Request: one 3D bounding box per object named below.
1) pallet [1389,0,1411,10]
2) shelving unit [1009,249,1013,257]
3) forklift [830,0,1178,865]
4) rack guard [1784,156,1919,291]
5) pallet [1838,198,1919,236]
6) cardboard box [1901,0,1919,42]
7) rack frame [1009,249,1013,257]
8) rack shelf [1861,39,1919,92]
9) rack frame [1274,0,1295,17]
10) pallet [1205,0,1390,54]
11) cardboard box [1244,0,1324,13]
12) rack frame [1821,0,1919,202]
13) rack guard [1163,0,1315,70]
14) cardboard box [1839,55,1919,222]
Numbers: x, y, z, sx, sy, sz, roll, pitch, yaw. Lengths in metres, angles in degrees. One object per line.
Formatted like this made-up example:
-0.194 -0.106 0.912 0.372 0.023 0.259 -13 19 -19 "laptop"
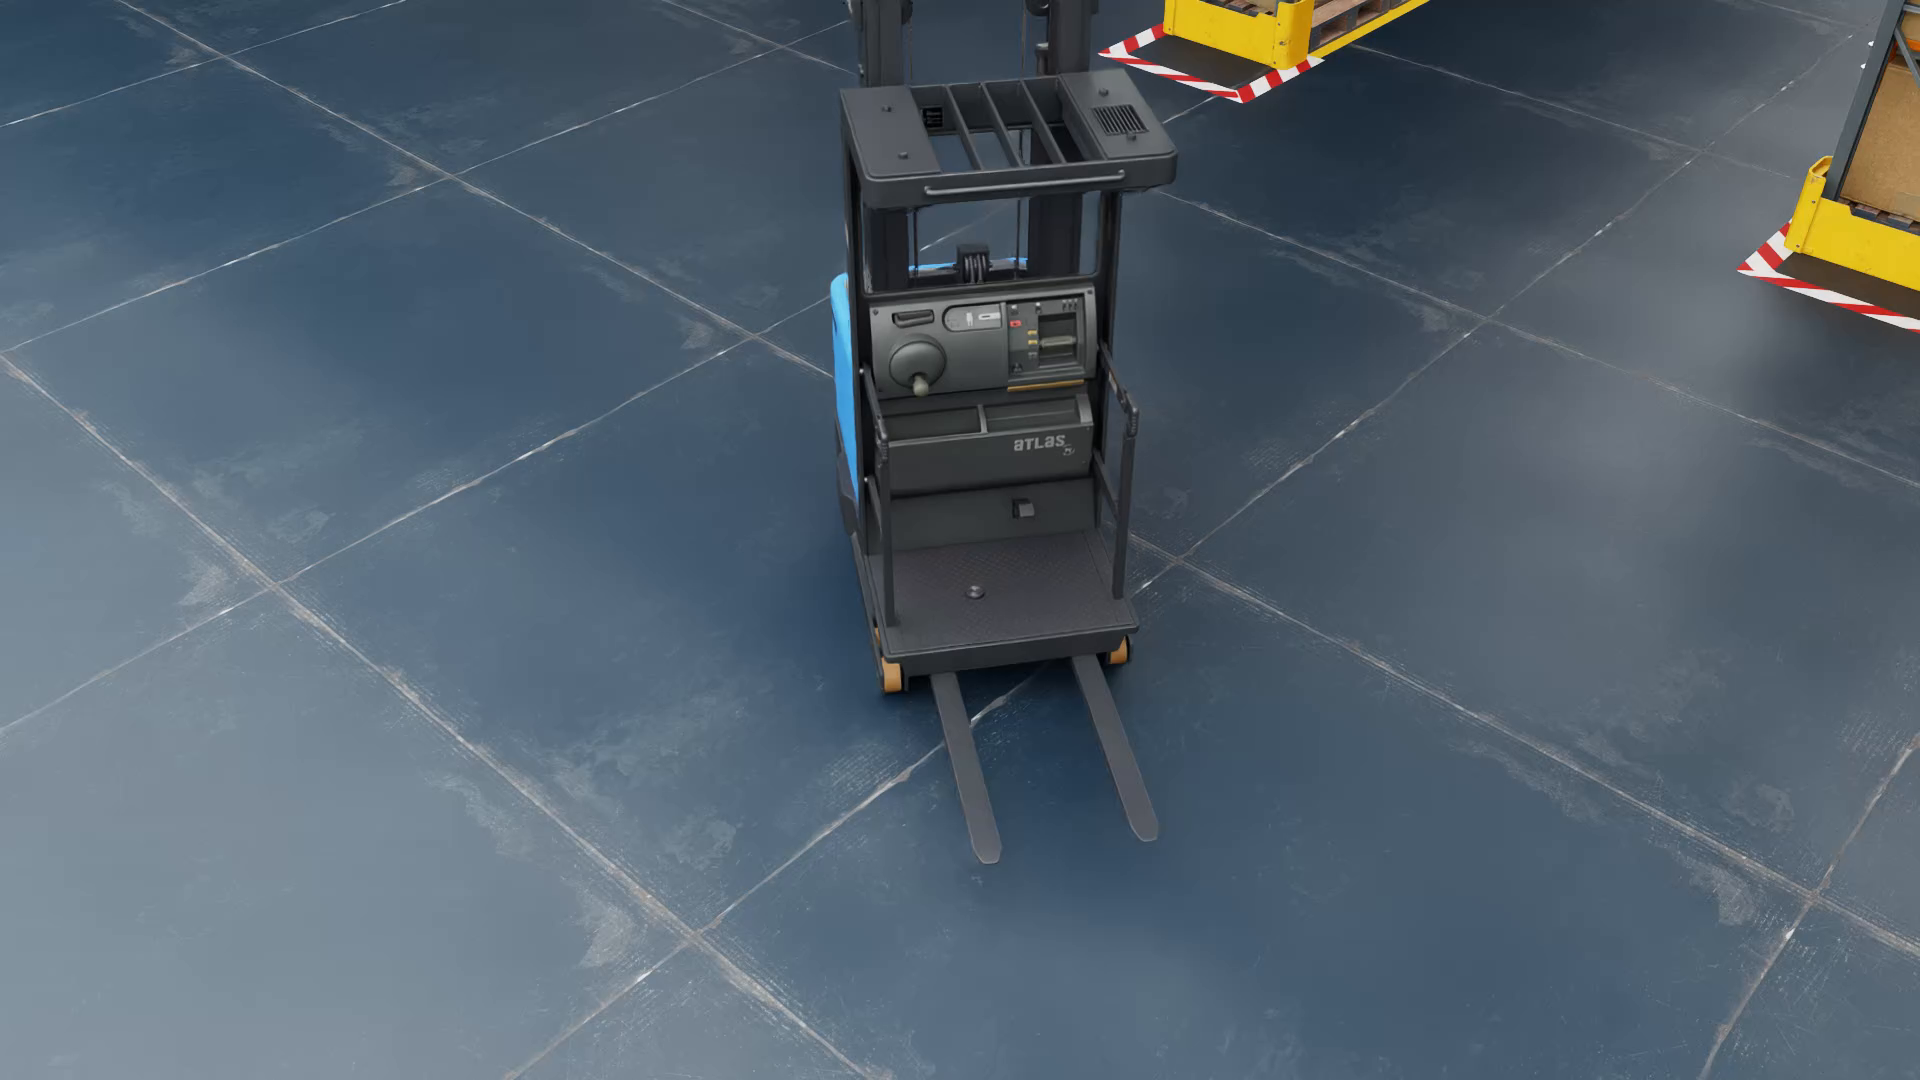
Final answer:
3.512 -4.829 13.937 1.003 0.211 1.213 30 47 32 "pallet"
0.256 -1.025 8.600 0.210 0.900 0.258 -30 47 -32 "shelving unit"
0.141 -0.734 6.602 1.130 2.935 3.031 -7 39 -8 "forklift"
5.640 -1.851 9.960 1.175 0.500 0.348 30 47 32 "rack guard"
6.138 -2.149 10.567 1.003 0.211 1.213 30 47 32 "pallet"
5.874 -3.089 9.387 0.875 0.550 0.550 30 47 32 "cardboard box"
0.331 -1.068 8.654 0.006 0.900 0.240 -30 47 -32 "rack frame"
7.006 -3.478 10.575 1.077 0.370 4.000 30 47 32 "rack shelf"
2.064 -4.970 11.873 1.000 3.000 0.127 30 47 32 "rack frame"
2.689 -4.272 13.236 1.003 0.211 1.213 30 47 32 "pallet"
2.497 -4.435 12.872 0.500 0.500 0.500 -25 45 -28 "cardboard box"
5.657 -2.841 9.196 1.000 3.000 0.127 30 47 32 "rack frame"
2.115 -4.026 12.695 1.175 0.500 0.348 30 47 32 "rack guard"
6.065 -2.513 10.153 0.875 0.875 0.875 30 47 32 "cardboard box"
